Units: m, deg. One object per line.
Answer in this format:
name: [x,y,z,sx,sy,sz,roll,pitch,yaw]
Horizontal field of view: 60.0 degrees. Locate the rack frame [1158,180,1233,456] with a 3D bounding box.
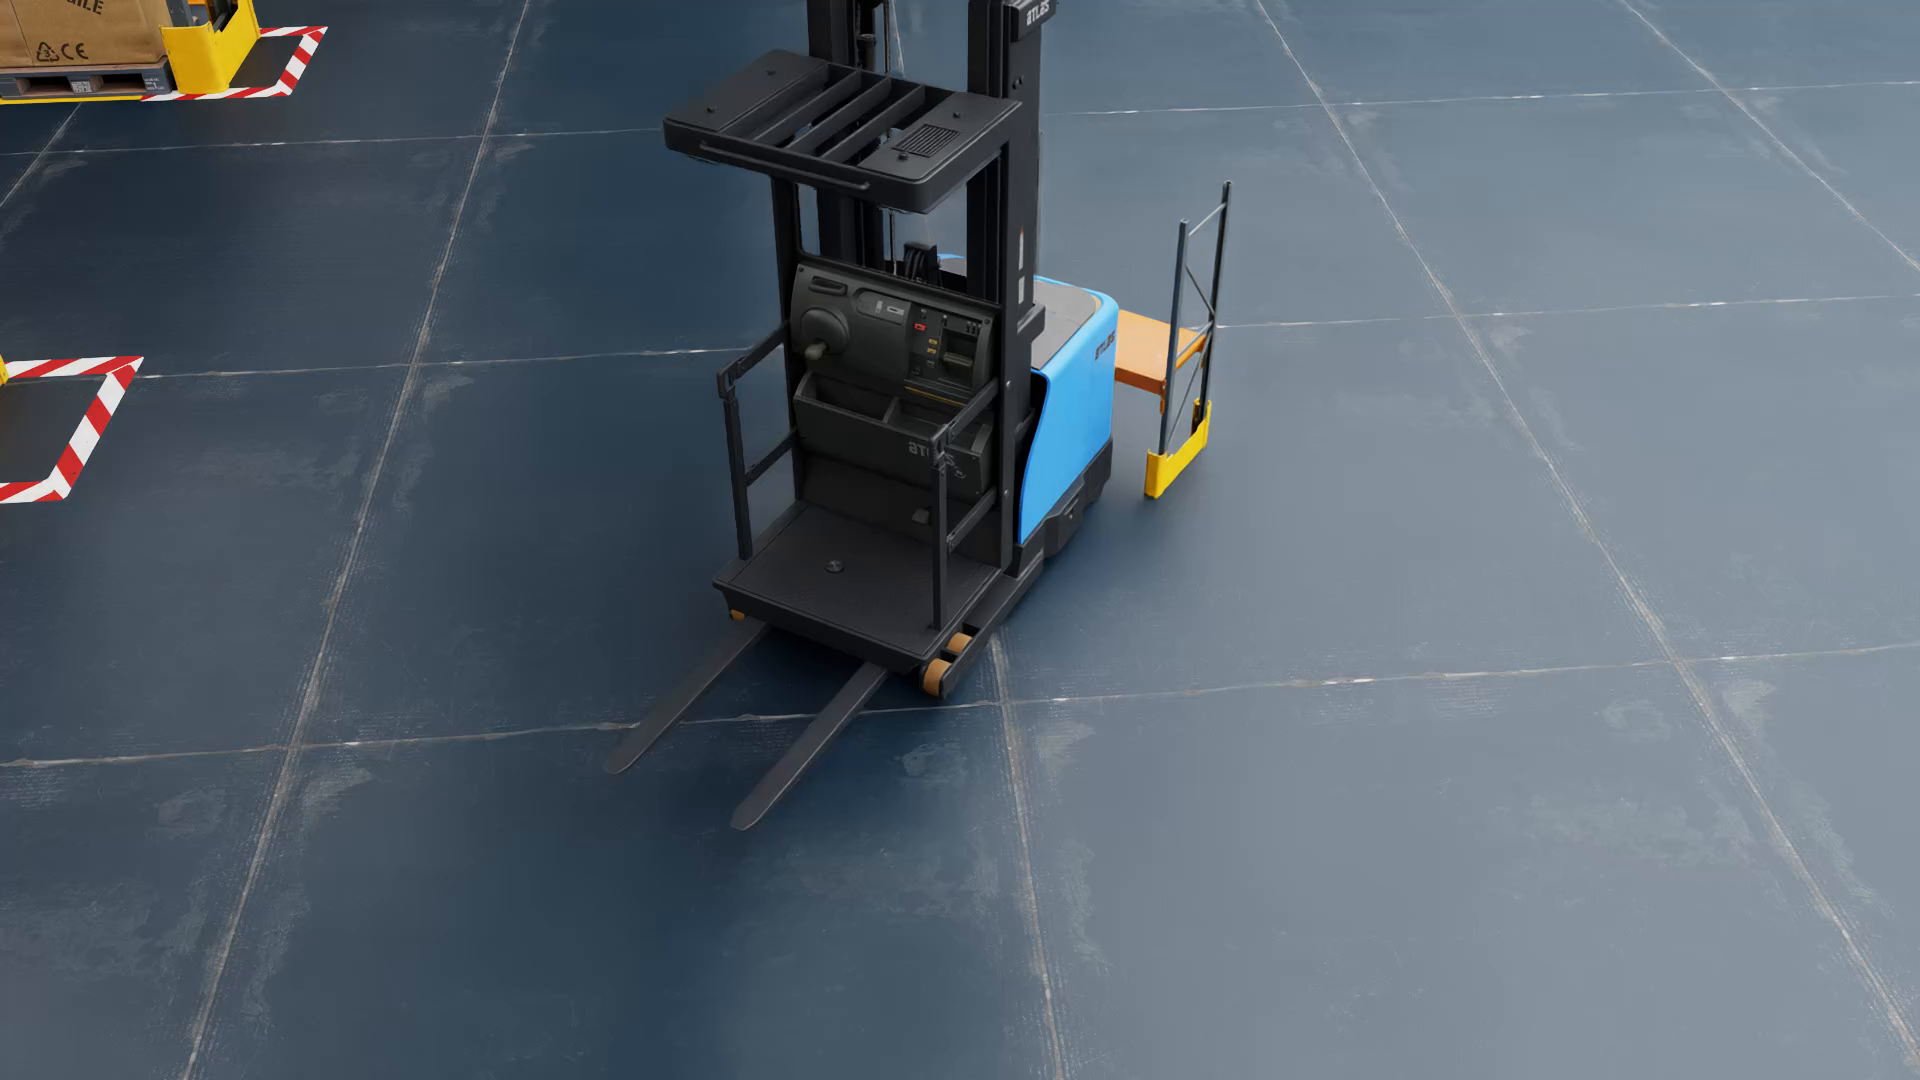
rack frame: [1.129,-0.960,8.075,0.032,1.500,0.500,21,43,25]

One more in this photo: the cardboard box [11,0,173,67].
cardboard box: [-6.329,-4.068,12.183,0.875,0.875,0.875,-3,38,-4]

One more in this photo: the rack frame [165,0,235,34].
rack frame: [-5.659,-4.816,11.754,0.127,3.000,1.000,-3,38,-4]

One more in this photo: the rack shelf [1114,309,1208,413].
rack shelf: [0.699,-0.986,8.398,1.000,0.185,0.538,21,43,25]

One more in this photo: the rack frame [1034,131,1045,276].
rack frame: [0.269,-1.296,8.501,0.032,1.500,0.500,21,43,25]

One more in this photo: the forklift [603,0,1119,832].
forklift: [-0.390,-0.791,6.709,1.130,2.935,3.031,19,42,22]

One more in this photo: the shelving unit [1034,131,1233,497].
shelving unit: [0.692,-1.131,8.291,1.083,1.500,0.587,21,43,25]

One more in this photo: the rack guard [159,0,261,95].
rack guard: [-5.635,-3.836,12.530,0.348,0.500,1.175,-3,38,-4]

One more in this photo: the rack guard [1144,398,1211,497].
rack guard: [1.110,-0.474,8.467,0.087,0.250,0.587,21,43,25]

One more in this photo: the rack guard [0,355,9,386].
rack guard: [-5.396,-0.764,8.637,0.348,0.500,1.175,-3,38,-4]

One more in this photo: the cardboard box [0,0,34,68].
cardboard box: [-7.205,-4.019,12.120,0.875,0.875,0.875,-4,38,-5]

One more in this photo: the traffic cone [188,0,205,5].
traffic cone: [-6.314,-4.667,13.613,0.334,0.463,0.336,-3,38,-4]

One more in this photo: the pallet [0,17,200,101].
pallet: [-6.449,-3.629,12.501,1.213,0.211,1.003,-3,38,-4]
